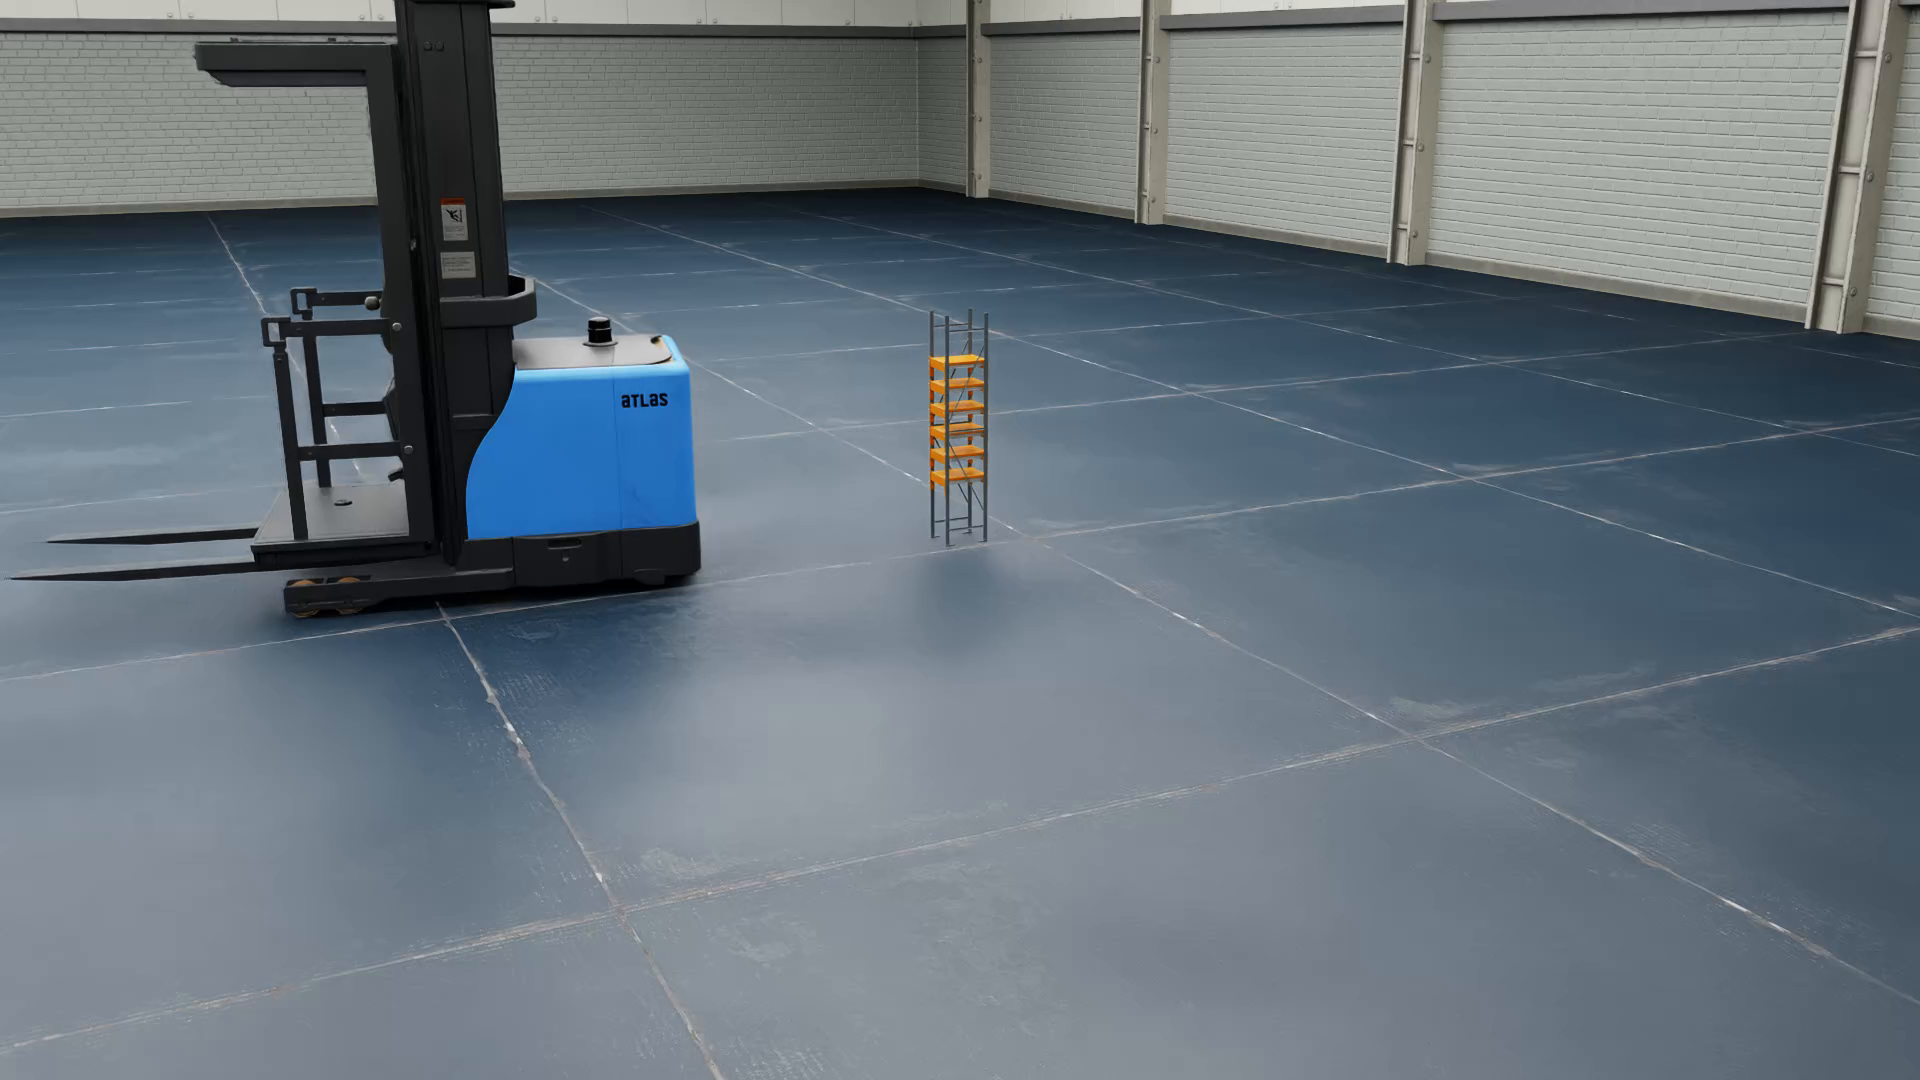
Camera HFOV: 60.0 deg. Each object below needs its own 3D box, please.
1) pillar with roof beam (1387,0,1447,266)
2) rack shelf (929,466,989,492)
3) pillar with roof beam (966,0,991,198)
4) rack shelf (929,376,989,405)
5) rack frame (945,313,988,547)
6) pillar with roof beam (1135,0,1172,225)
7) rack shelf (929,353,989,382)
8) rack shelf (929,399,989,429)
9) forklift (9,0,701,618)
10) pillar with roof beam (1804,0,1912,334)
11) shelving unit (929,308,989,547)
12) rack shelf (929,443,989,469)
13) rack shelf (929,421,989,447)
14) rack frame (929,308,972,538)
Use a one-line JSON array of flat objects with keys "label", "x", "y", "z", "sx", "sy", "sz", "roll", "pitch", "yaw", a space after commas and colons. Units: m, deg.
[{"label": "pillar with roof beam", "x": 1.723, "y": -7.273, "z": 17.780, "sx": 9.100, "sy": 9.000, "sz": 0.400, "roll": -8, "pitch": 18, "yaw": -25}, {"label": "rack shelf", "x": -0.006, "y": -0.307, "z": 8.676, "sx": 0.258, "sy": 0.103, "sz": 0.180, "roll": -8, "pitch": 18, "yaw": -25}, {"label": "pillar with roof beam", "x": -3.534, "y": -10.248, "z": 28.148, "sx": 9.100, "sy": 9.000, "sz": 0.400, "roll": -8, "pitch": 18, "yaw": -25}, {"label": "rack shelf", "x": -0.006, "y": -0.768, "z": 8.544, "sx": 0.258, "sy": 0.103, "sz": 0.180, "roll": -8, "pitch": 18, "yaw": -25}, {"label": "rack frame", "x": 0.034, "y": -0.558, "z": 8.519, "sx": 0.240, "sy": 1.200, "sz": 0.006, "roll": -8, "pitch": 18, "yaw": -25}, {"label": "pillar with roof beam", "x": -0.905, "y": -8.760, "z": 22.964, "sx": 9.100, "sy": 9.000, "sz": 0.400, "roll": -8, "pitch": 18, "yaw": -25}, {"label": "rack shelf", "x": -0.006, "y": -0.884, "z": 8.511, "sx": 0.258, "sy": 0.103, "sz": 0.180, "roll": -8, "pitch": 18, "yaw": -25}, {"label": "rack shelf", "x": -0.006, "y": -0.653, "z": 8.577, "sx": 0.258, "sy": 0.103, "sz": 0.180, "roll": -8, "pitch": 18, "yaw": -25}, {"label": "forklift", "x": -2.822, "y": -1.218, "z": 7.683, "sx": 3.031, "sy": 2.935, "sz": 1.130, "roll": -4, "pitch": 16, "yaw": -14}, {"label": "pillar with roof beam", "x": 4.352, "y": -5.785, "z": 12.595, "sx": 9.100, "sy": 9.000, "sz": 0.400, "roll": -8, "pitch": 18, "yaw": -25}, {"label": "shelving unit", "x": -0.006, "y": -0.580, "z": 8.598, "sx": 0.258, "sy": 1.200, "sz": 0.189, "roll": -8, "pitch": 18, "yaw": -25}, {"label": "rack shelf", "x": -0.006, "y": -0.422, "z": 8.643, "sx": 0.258, "sy": 0.103, "sz": 0.180, "roll": -8, "pitch": 18, "yaw": -25}, {"label": "rack shelf", "x": -0.006, "y": -0.538, "z": 8.610, "sx": 0.258, "sy": 0.103, "sz": 0.180, "roll": -8, "pitch": 18, "yaw": -25}, {"label": "rack frame", "x": -0.046, "y": -0.603, "z": 8.677, "sx": 0.240, "sy": 1.200, "sz": 0.006, "roll": -8, "pitch": 18, "yaw": -25}]
